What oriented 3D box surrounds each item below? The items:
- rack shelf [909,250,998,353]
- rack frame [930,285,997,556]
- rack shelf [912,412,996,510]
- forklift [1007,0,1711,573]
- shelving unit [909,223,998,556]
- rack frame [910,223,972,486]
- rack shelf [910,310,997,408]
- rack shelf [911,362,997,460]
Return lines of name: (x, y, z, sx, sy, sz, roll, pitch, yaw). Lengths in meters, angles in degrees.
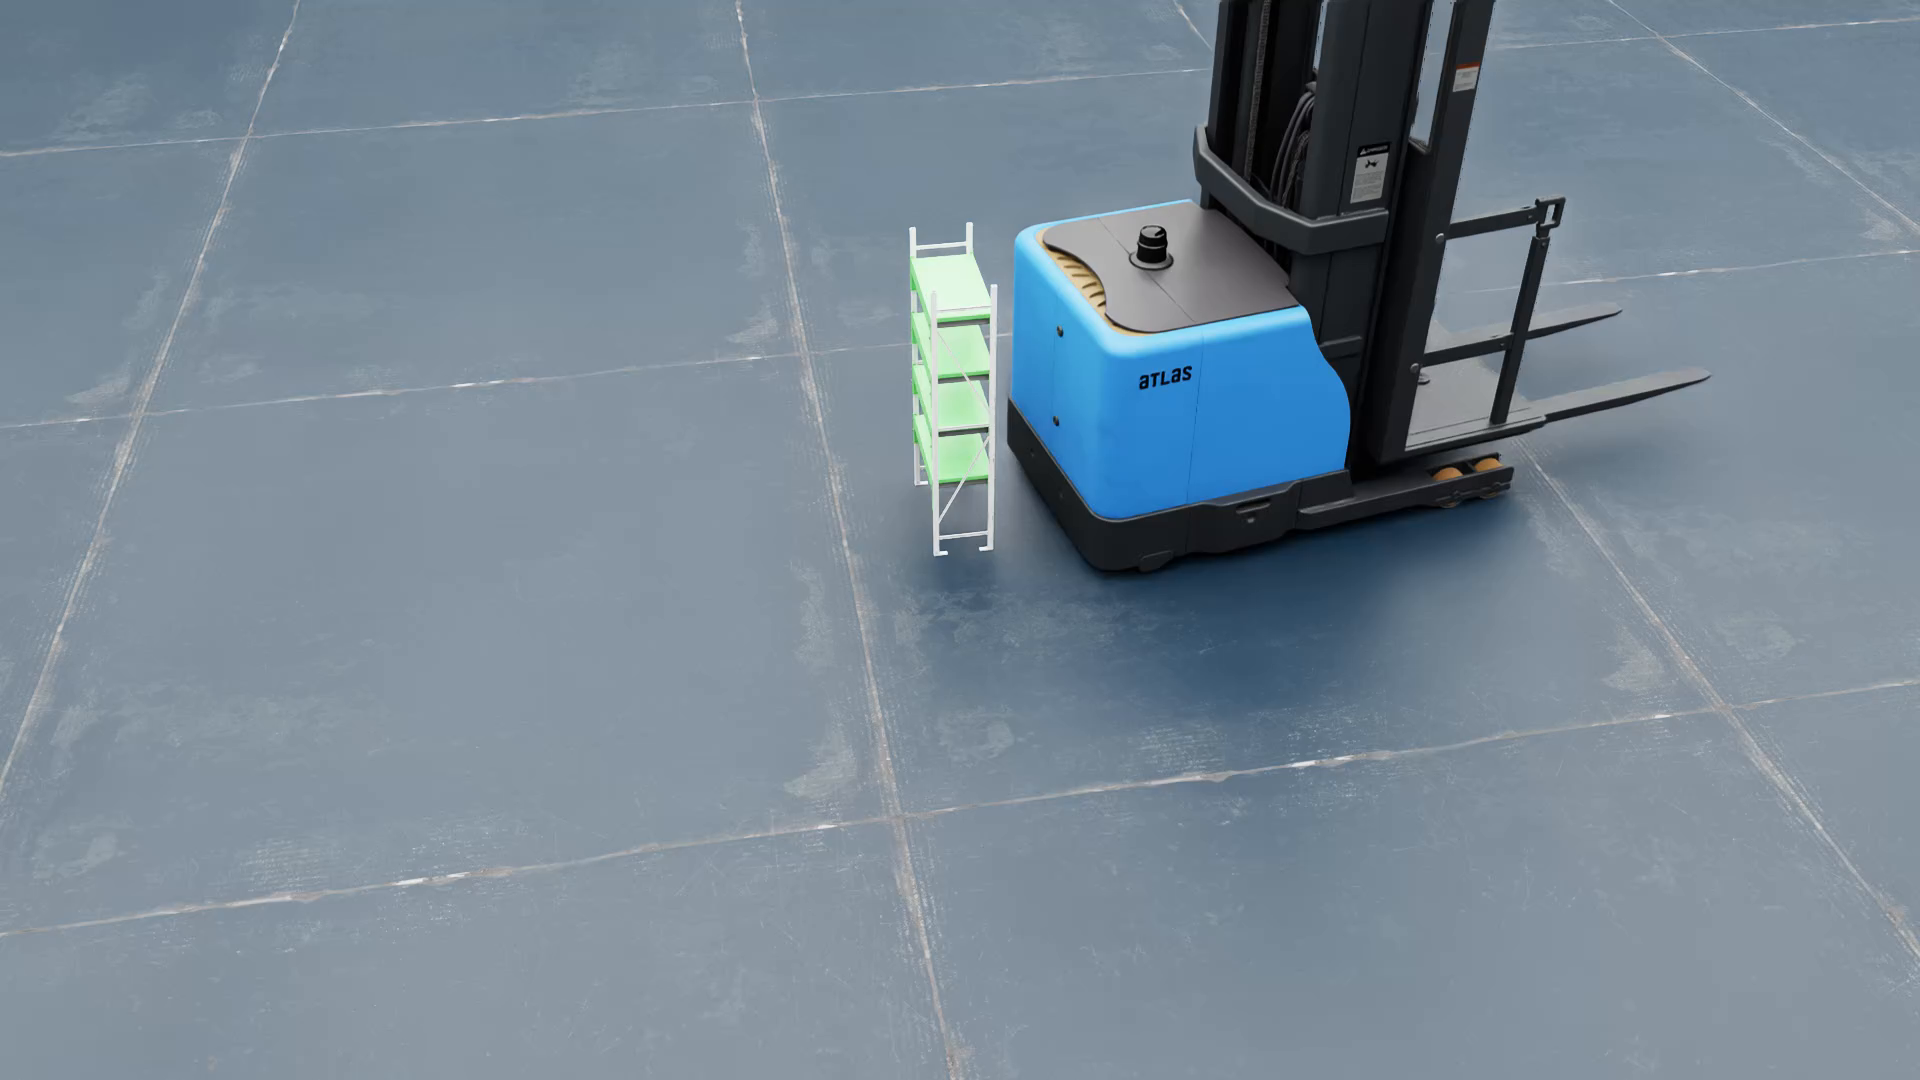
rack shelf: (-0.029, -0.902, 6.255, 0.258, 0.148, 0.480, -6, 38, -8)
rack frame: (0.014, -0.426, 6.321, 0.240, 1.200, 0.015, -6, 38, -8)
rack shelf: (-0.029, -0.334, 6.697, 0.258, 0.148, 0.480, -6, 38, -8)
forklift: (1.775, -1.583, 6.398, 3.031, 2.935, 1.130, -13, 40, -16)
shelving unit: (-0.029, -0.574, 6.511, 0.258, 1.200, 0.503, -6, 38, -8)
rack frame: (-0.072, -0.721, 6.700, 0.240, 1.200, 0.015, -6, 38, -8)
rack shelf: (-0.029, -0.713, 6.403, 0.258, 0.148, 0.480, -6, 38, -8)
rack shelf: (-0.029, -0.523, 6.550, 0.258, 0.148, 0.480, -6, 38, -8)
